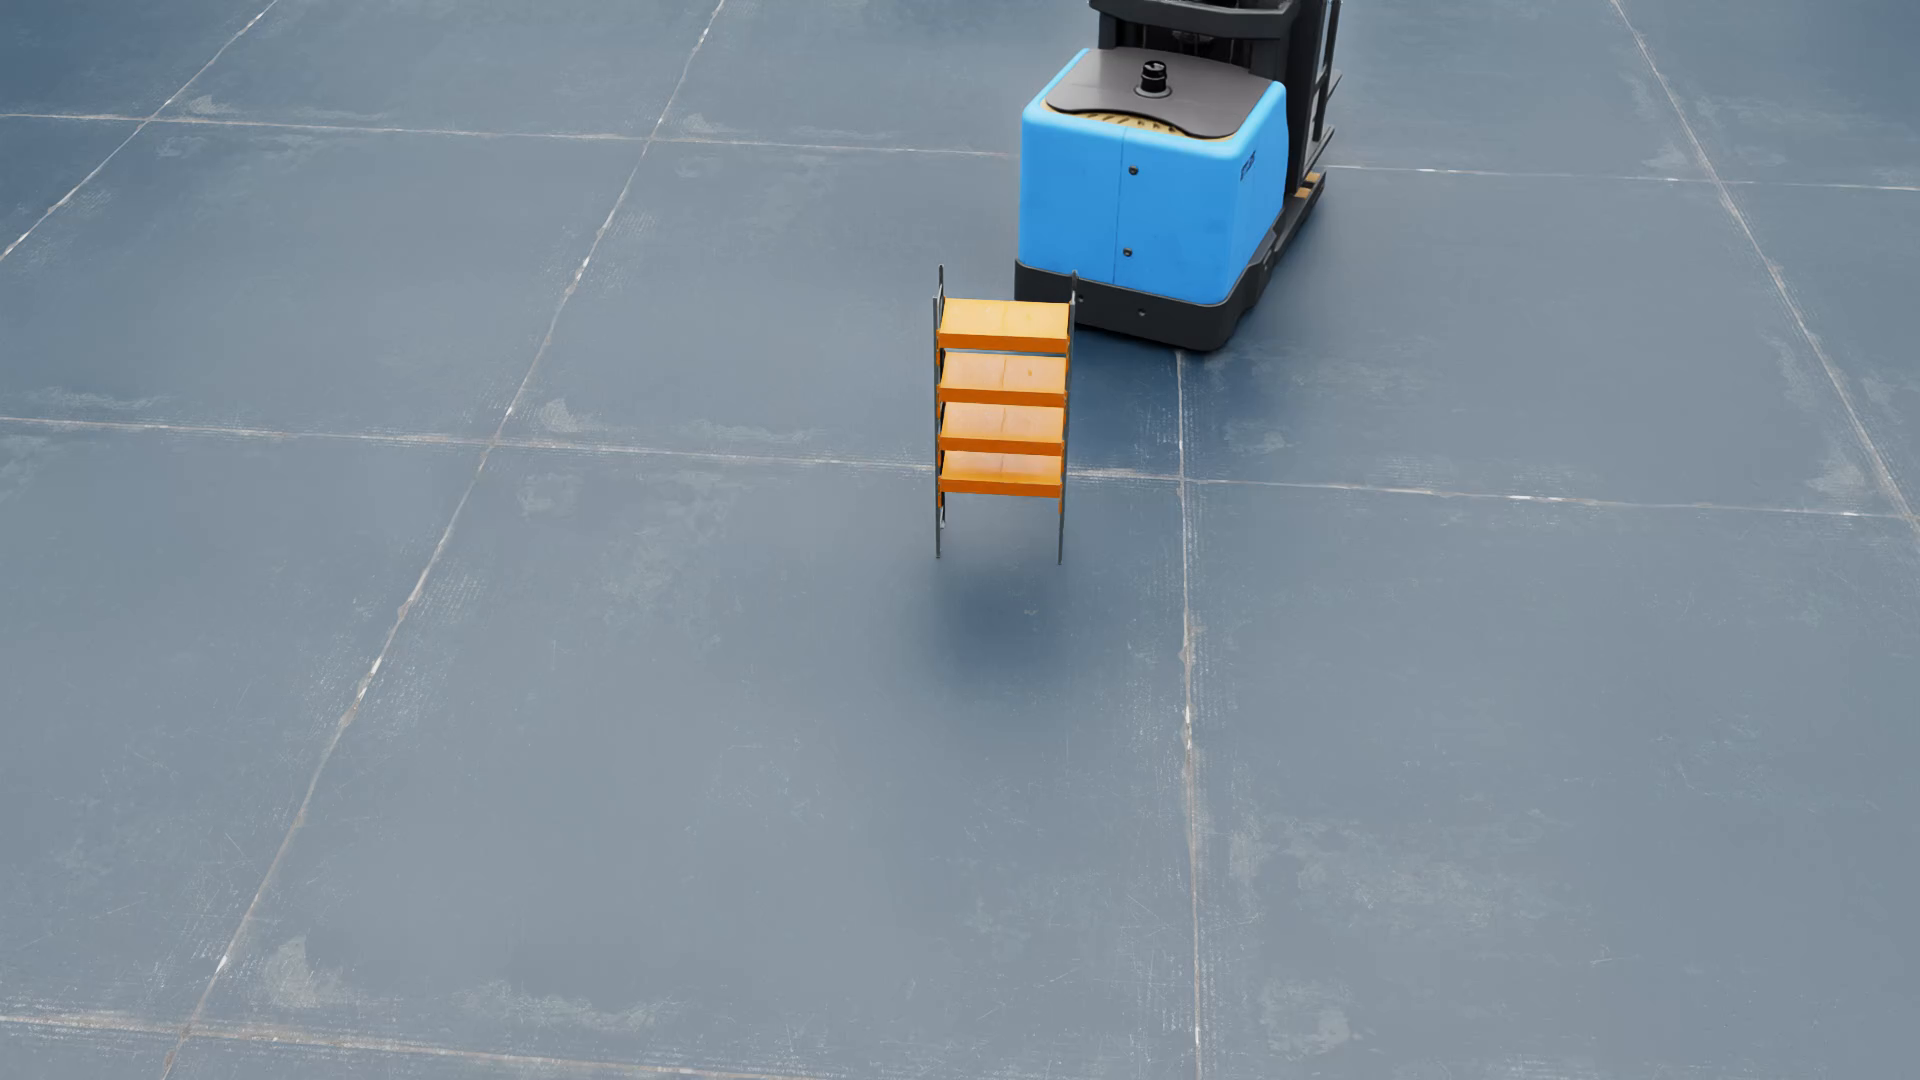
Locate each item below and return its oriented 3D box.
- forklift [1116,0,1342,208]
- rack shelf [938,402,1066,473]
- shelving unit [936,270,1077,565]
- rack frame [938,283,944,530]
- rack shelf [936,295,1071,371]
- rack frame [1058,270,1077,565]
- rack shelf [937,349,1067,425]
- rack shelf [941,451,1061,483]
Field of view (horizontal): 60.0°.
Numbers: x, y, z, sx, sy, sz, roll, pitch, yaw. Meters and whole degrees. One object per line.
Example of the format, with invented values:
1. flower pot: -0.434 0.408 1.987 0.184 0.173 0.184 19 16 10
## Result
1. forklift: 1.327 -2.944 8.045 1.121 2.935 3.031 16 42 18
2. rack shelf: 0.165 -0.404 6.403 0.480 0.148 0.258 3 39 4
3. shelving unit: 0.167 -0.456 6.360 0.499 1.200 0.258 3 39 4
4. rack frame: -0.078 -0.469 6.376 0.006 1.046 0.228 3 39 4
5. rack shelf: 0.165 -0.761 6.112 0.480 0.148 0.258 3 39 4
6. rack frame: 0.408 -0.443 6.344 0.015 1.200 0.240 3 39 4
7. rack shelf: 0.165 -0.578 6.261 0.480 0.148 0.258 3 39 4
8. rack shelf: 0.165 -0.292 6.494 0.457 0.021 0.221 3 39 4
